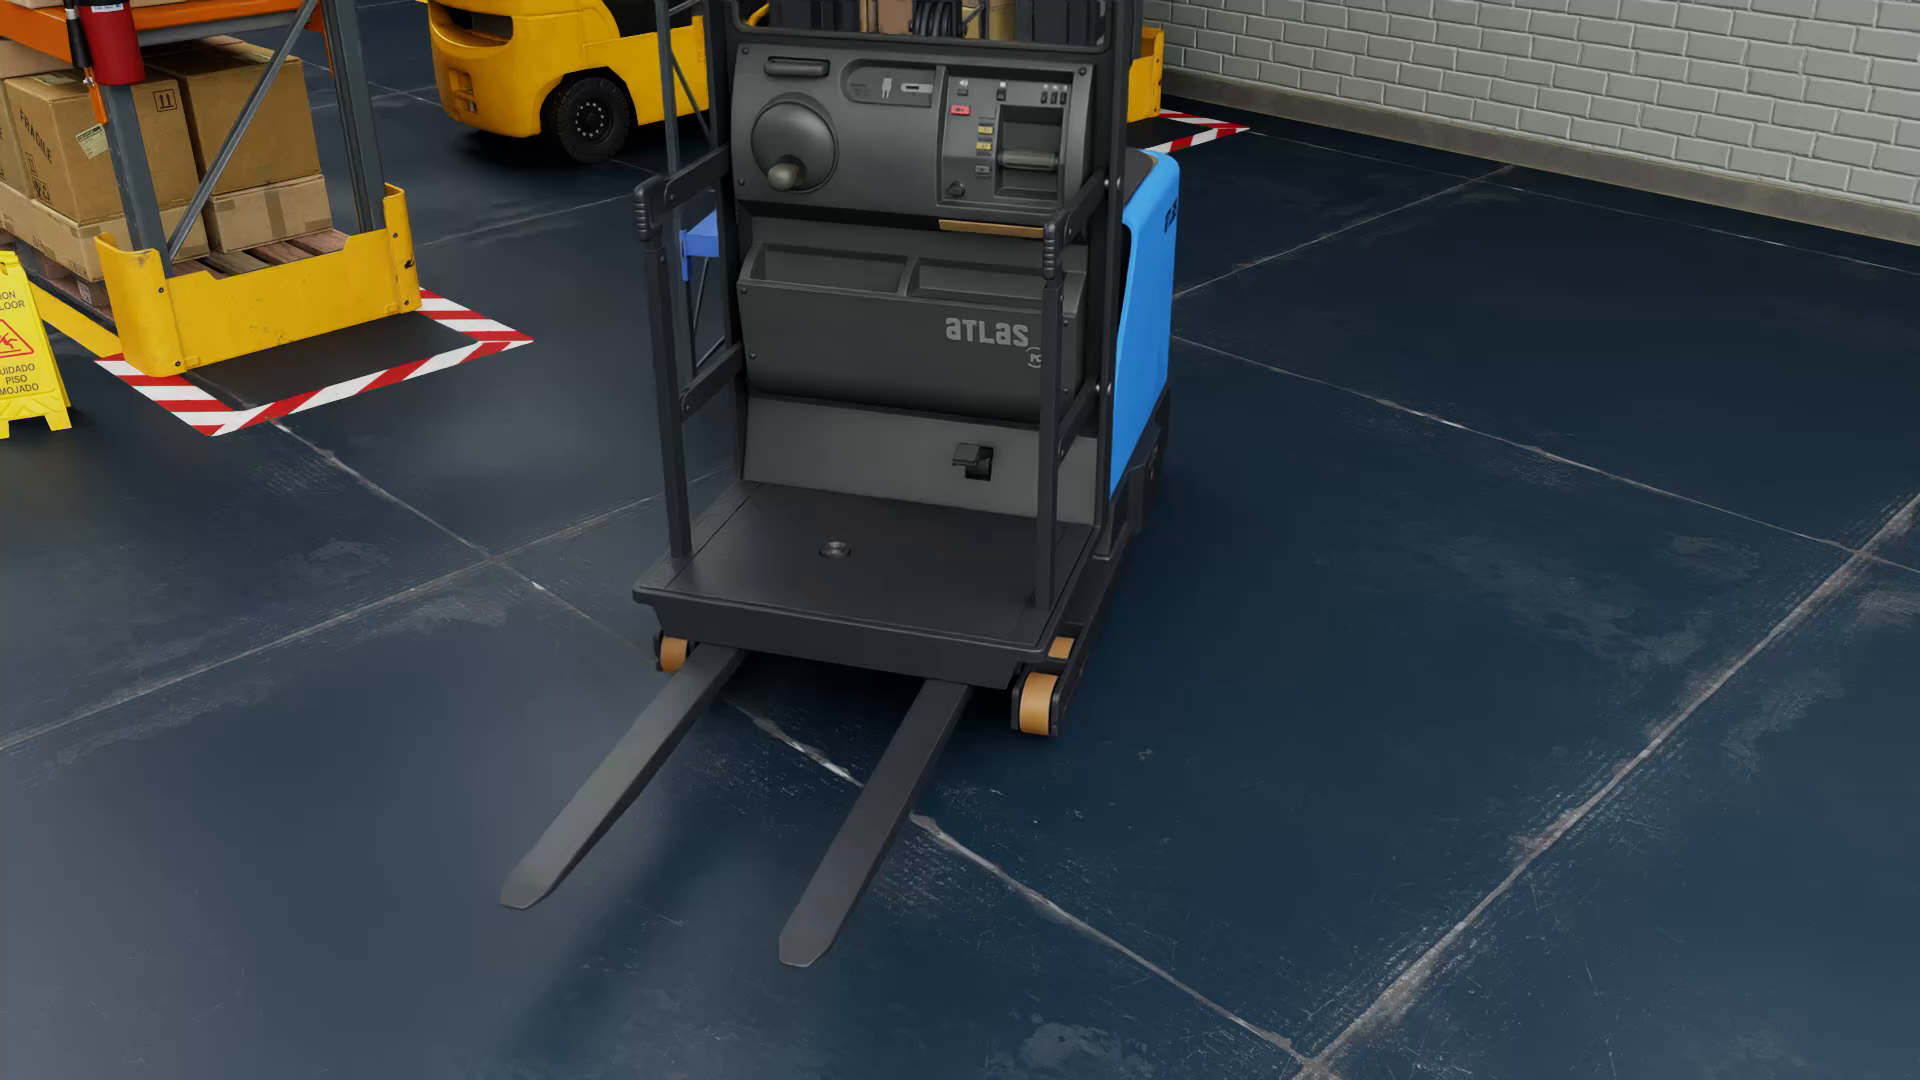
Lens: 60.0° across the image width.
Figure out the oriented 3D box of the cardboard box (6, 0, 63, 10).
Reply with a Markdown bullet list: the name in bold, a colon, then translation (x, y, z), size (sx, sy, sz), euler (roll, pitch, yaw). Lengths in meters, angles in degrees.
- **cardboard box**: translation (-3.445, -2.156, 6.398), size (0.250, 0.149, 0.380), euler (24, 36, 38)

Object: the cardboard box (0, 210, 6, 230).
- **cardboard box**: translation (-4.276, -1.655, 7.677), size (0.500, 0.250, 0.500), euler (23, 35, 37)

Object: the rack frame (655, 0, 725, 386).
- **rack frame**: translation (-0.956, -1.296, 6.104), size (0.032, 1.500, 0.500), euler (6, 28, 11)

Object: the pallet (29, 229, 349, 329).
- **pallet**: translation (-3.379, -1.238, 7.378), size (1.213, 0.211, 1.003), euler (25, 36, 38)

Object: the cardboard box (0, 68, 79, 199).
- **cardboard box**: translation (-3.899, -1.815, 7.177), size (0.500, 0.500, 0.500), euler (-24, 36, -37)

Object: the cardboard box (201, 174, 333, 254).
- **cardboard box**: translation (-3.151, -1.495, 7.372), size (0.500, 0.250, 0.500), euler (24, 36, 38)

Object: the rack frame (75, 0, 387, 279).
- **rack frame**: translation (-2.770, -2.171, 6.155), size (0.127, 3.000, 1.000), euler (25, 36, 38)

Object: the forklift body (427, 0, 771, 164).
- **forklift body**: translation (-1.924, -3.457, 9.513), size (1.214, 2.155, 2.313), euler (25, 36, 38)

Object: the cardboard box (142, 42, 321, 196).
- **cardboard box**: translation (-3.169, -1.834, 7.212), size (0.500, 0.500, 0.500), euler (23, 36, 37)

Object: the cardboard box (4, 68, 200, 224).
- **cardboard box**: translation (-3.524, -1.646, 6.855), size (0.500, 0.500, 0.500), euler (25, 37, 39)

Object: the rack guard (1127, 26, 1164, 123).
- **rack guard**: translation (0.724, -2.705, 9.857), size (0.348, 0.500, 1.175), euler (25, 36, 38)

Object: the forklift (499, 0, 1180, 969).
- **forklift**: translation (-0.190, -0.996, 3.994), size (1.130, 2.935, 3.031), euler (8, 29, 14)

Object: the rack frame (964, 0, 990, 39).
- **rack frame**: translation (0.038, -1.197, 5.915), size (0.032, 1.500, 0.500), euler (6, 28, 11)

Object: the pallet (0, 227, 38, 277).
- **pallet**: translation (-4.245, -1.636, 8.135), size (1.213, 0.211, 1.003), euler (25, 36, 38)

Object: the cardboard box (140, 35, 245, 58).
- **cardboard box**: translation (-3.545, -2.003, 7.534), size (0.500, 0.500, 0.500), euler (23, 35, 37)

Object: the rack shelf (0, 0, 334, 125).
- **rack shelf**: translation (-4.196, -2.505, 7.564), size (4.000, 0.370, 1.077), euler (25, 36, 38)

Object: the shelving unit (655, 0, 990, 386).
- **shelving unit**: translation (-0.459, -1.247, 6.009), size (1.048, 1.500, 0.538), euler (6, 28, 11)

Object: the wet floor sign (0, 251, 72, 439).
- **wet floor sign**: translation (-3.385, -0.712, 5.910), size (0.267, 0.644, 0.232), euler (-13, 30, -22)

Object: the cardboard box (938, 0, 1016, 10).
- **cardboard box**: translation (0.160, -3.277, 9.689), size (0.500, 0.250, 0.500), euler (-24, 36, -38)

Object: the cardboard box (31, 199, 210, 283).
- **cardboard box**: translation (-3.552, -1.322, 7.044), size (0.500, 0.250, 0.500), euler (24, 36, 38)

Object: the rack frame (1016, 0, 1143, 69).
- **rack frame**: translation (0.707, -3.819, 9.290), size (0.127, 3.000, 1.000), euler (25, 36, 38)

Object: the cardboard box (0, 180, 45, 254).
- **cardboard box**: translation (-3.899, -1.486, 7.356), size (0.500, 0.250, 0.500), euler (25, 37, 39)

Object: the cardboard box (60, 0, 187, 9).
- **cardboard box**: translation (-3.187, -2.111, 6.311), size (0.380, 0.149, 0.250), euler (-24, 36, -38)

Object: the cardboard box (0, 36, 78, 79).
- **cardboard box**: translation (-3.833, -2.031, 6.890), size (0.380, 0.149, 0.250), euler (-24, 36, -38)

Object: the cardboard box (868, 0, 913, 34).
- **cardboard box**: translation (-0.209, -3.232, 10.139), size (0.500, 0.250, 0.500), euler (24, 36, 38)

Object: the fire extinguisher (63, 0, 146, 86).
- **fire extinguisher**: translation (-3.012, -1.946, 5.811), size (0.183, 0.674, 0.296), euler (25, 36, 38)

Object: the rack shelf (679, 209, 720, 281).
- **rack shelf**: translation (-0.459, -1.087, 6.093), size (1.000, 0.185, 0.538), euler (6, 28, 11)

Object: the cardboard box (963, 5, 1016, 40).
- **cardboard box**: translation (0.141, -3.064, 9.821), size (0.500, 0.250, 0.500), euler (24, 36, 38)

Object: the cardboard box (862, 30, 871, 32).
- **cardboard box**: translation (-0.548, -3.168, 10.555), size (0.500, 0.250, 0.500), euler (-25, 37, -39)

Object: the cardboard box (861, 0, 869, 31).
- **cardboard box**: translation (-0.592, -3.393, 10.446), size (0.500, 0.250, 0.500), euler (24, 36, 37)

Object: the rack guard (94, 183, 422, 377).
- **rack guard**: translation (-2.824, -1.089, 6.784), size (0.348, 0.500, 1.175), euler (25, 36, 38)
